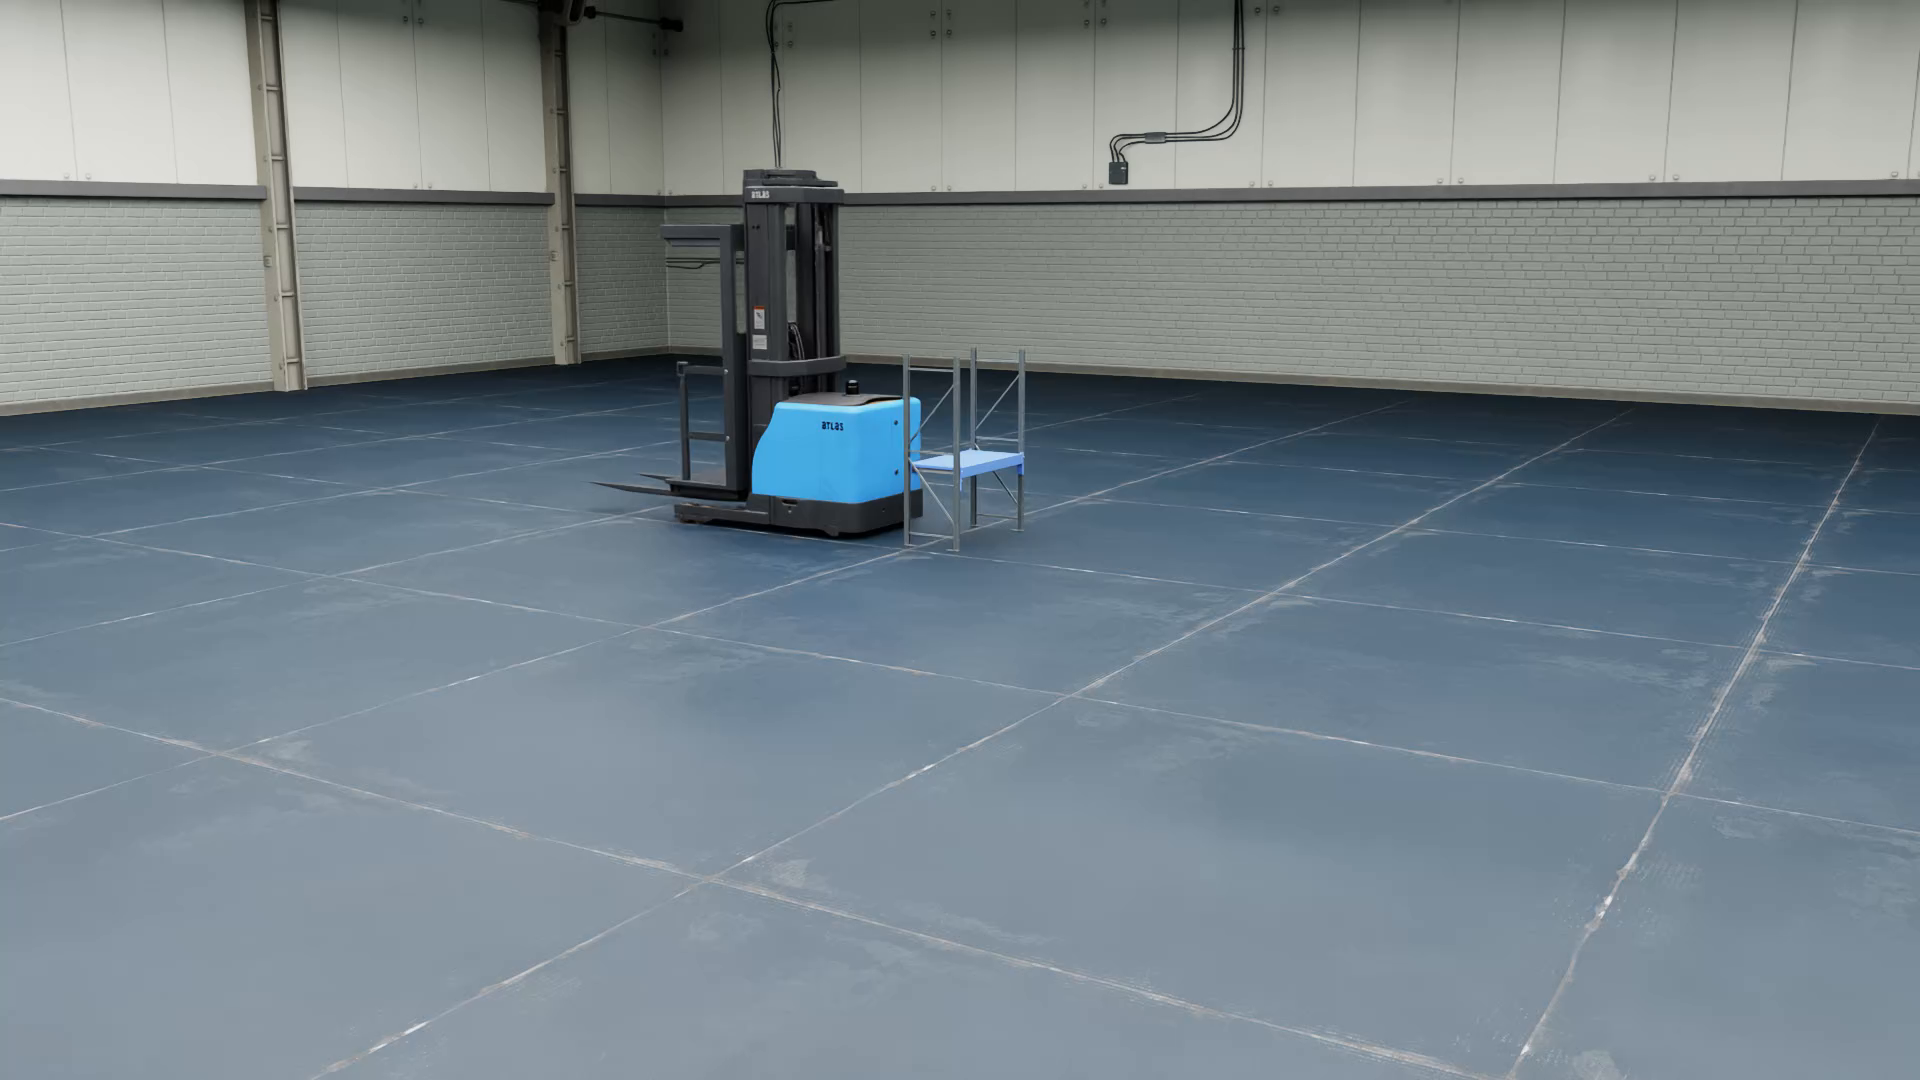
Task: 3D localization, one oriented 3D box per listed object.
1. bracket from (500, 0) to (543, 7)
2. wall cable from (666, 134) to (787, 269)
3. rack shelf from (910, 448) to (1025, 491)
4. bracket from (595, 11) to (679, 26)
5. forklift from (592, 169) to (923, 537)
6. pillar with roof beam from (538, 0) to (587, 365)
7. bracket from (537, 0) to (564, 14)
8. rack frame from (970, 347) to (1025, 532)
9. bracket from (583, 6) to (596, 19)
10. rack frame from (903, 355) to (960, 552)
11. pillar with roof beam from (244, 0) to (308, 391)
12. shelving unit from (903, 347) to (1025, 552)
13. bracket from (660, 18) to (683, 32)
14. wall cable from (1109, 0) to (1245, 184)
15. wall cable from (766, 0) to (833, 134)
[{"bbox_3d":[-8.528,-8.962,27.004,0.076,0.066,4.783,6,12,31],"label":"bracket"},{"bbox_3d":[-4.619,-6.508,32.115,3.097,2.526,0.112,6,12,31],"label":"wall cable"},{"bbox_3d":[0.044,-0.574,13.335,0.538,0.185,1.000,6,12,31],"label":"rack shelf"},{"bbox_3d":[-5.836,-9.778,31.360,0.076,0.066,3.189,6,12,31],"label":"bracket"},{"bbox_3d":[-1.838,-1.645,14.191,3.031,2.935,1.130,6,12,31],"label":"forklift"},{"bbox_3d":[-3.599,-7.286,27.832,9.100,9.000,0.548,6,12,31],"label":"pillar with roof beam"},{"bbox_3d":[-7.191,-9.367,29.168,0.235,0.232,0.430,6,12,31],"label":"bracket"},{"bbox_3d":[0.308,-0.831,13.729,0.500,1.500,0.032,6,12,31],"label":"rack frame"},{"bbox_3d":[-6.760,-9.498,29.866,0.235,0.232,0.430,6,12,31],"label":"bracket"},{"bbox_3d":[-0.220,-0.671,12.875,0.500,1.500,0.032,6,12,31],"label":"rack frame"},{"bbox_3d":[-6.714,-6.342,22.792,9.100,9.000,0.400,6,12,31],"label":"pillar with roof beam"},{"bbox_3d":[0.044,-0.751,13.302,0.538,1.500,1.048,6,12,31],"label":"shelving unit"},{"bbox_3d":[-5.529,-9.871,31.857,0.235,0.232,0.430,6,12,31],"label":"bracket"},{"bbox_3d":[3.487,-8.796,26.659,2.305,6.003,0.169,6,12,31],"label":"wall cable"},{"bbox_3d":[-2.307,-8.732,30.270,3.097,2.526,0.112,6,12,31],"label":"wall cable"}]
